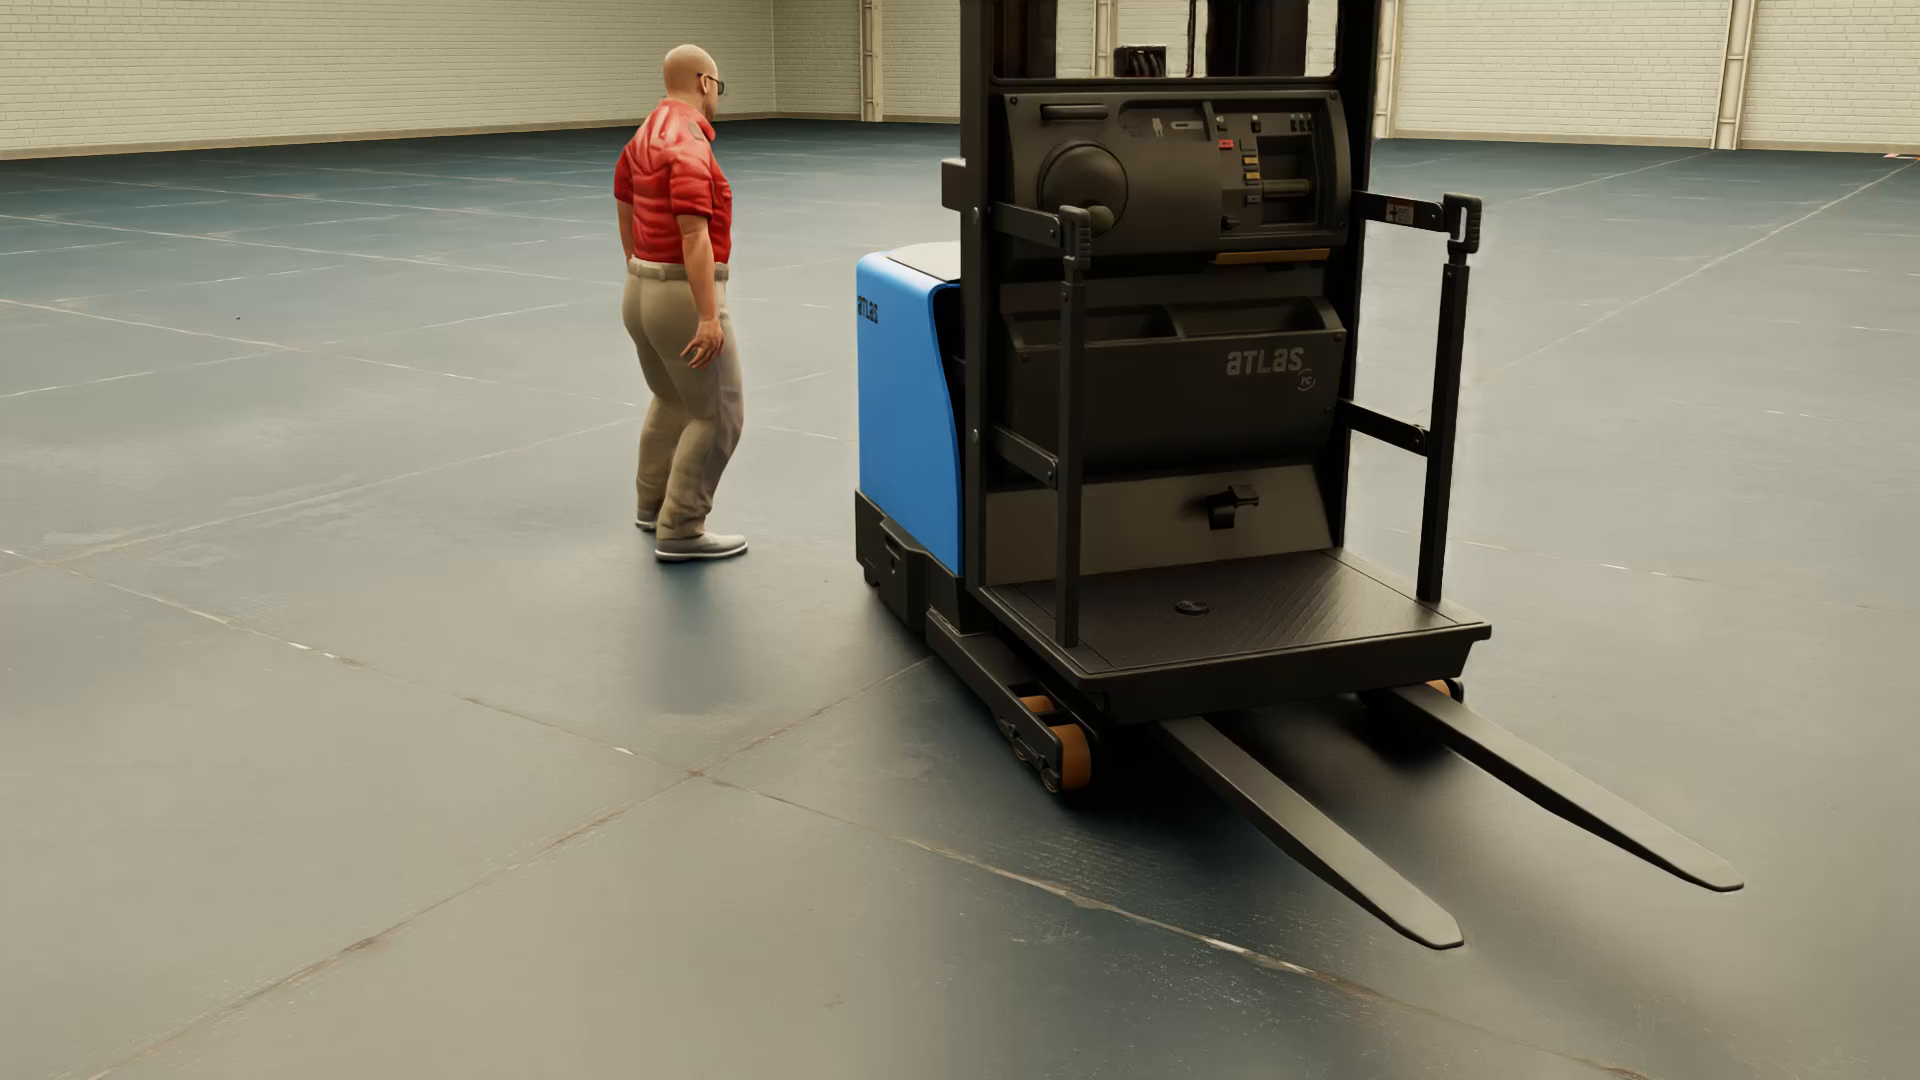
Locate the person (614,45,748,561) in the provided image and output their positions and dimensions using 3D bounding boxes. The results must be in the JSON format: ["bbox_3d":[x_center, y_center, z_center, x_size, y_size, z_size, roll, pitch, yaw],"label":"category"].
[{"bbox_3d":[-0.948,-0.798,5.659,0.390,1.702,0.842,-11,20,-32],"label":"person"}]

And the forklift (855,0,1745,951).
[{"bbox_3d":[0.626,-0.934,3.957,1.130,2.935,3.031,-6,18,-19],"label":"forklift"}]
